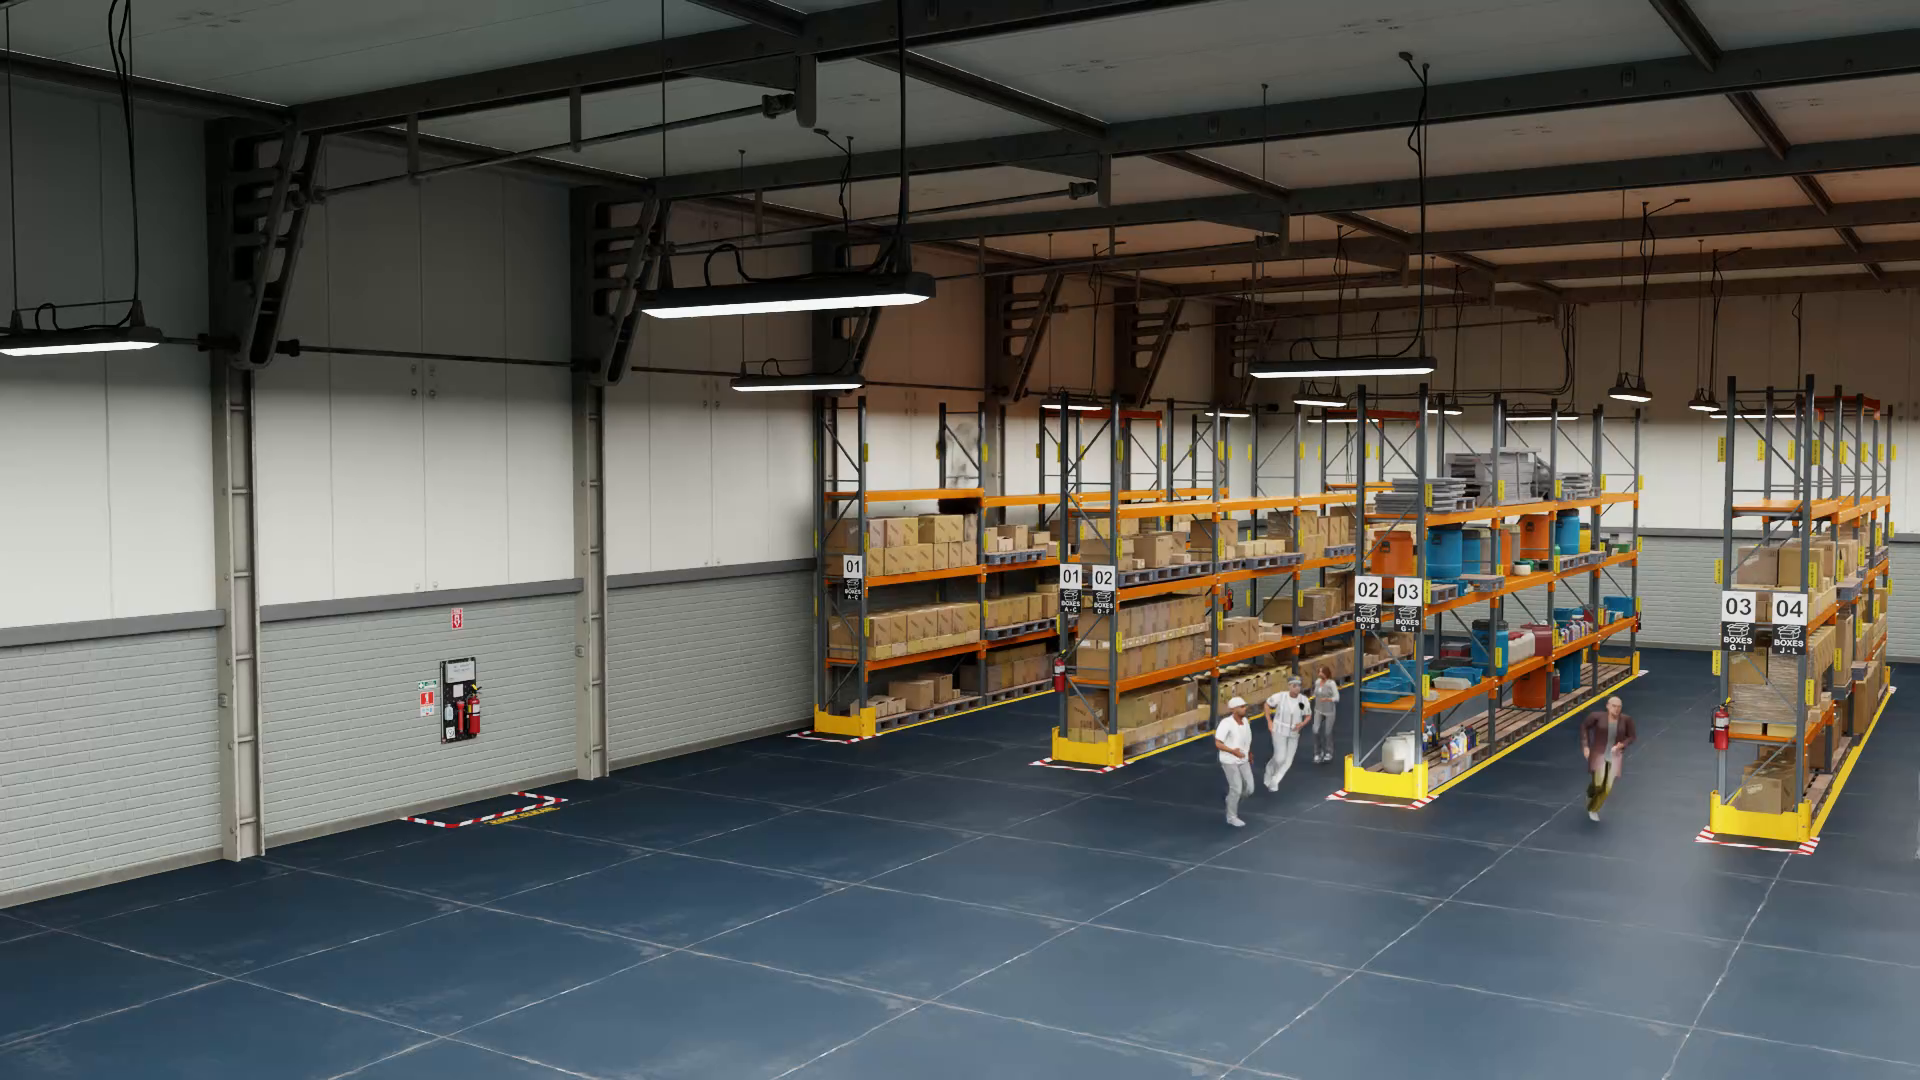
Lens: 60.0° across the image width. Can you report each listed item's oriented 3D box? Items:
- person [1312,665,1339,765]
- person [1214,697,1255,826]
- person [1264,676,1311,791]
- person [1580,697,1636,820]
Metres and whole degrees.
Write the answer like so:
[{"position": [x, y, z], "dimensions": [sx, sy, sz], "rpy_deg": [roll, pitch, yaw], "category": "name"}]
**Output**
[{"position": [5.841, 2.820, 26.700], "dimensions": [0.473, 1.601, 0.673], "rpy_deg": [2, 4, 36], "category": "person"}, {"position": [3.703, 2.968, 22.311], "dimensions": [0.683, 1.733, 0.612], "rpy_deg": [-2, 4, -38], "category": "person"}, {"position": [4.871, 2.858, 24.595], "dimensions": [0.652, 1.734, 0.574], "rpy_deg": [0, 3, -7], "category": "person"}, {"position": [8.836, 2.967, 22.673], "dimensions": [0.678, 1.710, 0.676], "rpy_deg": [0, 3, 5], "category": "person"}]
